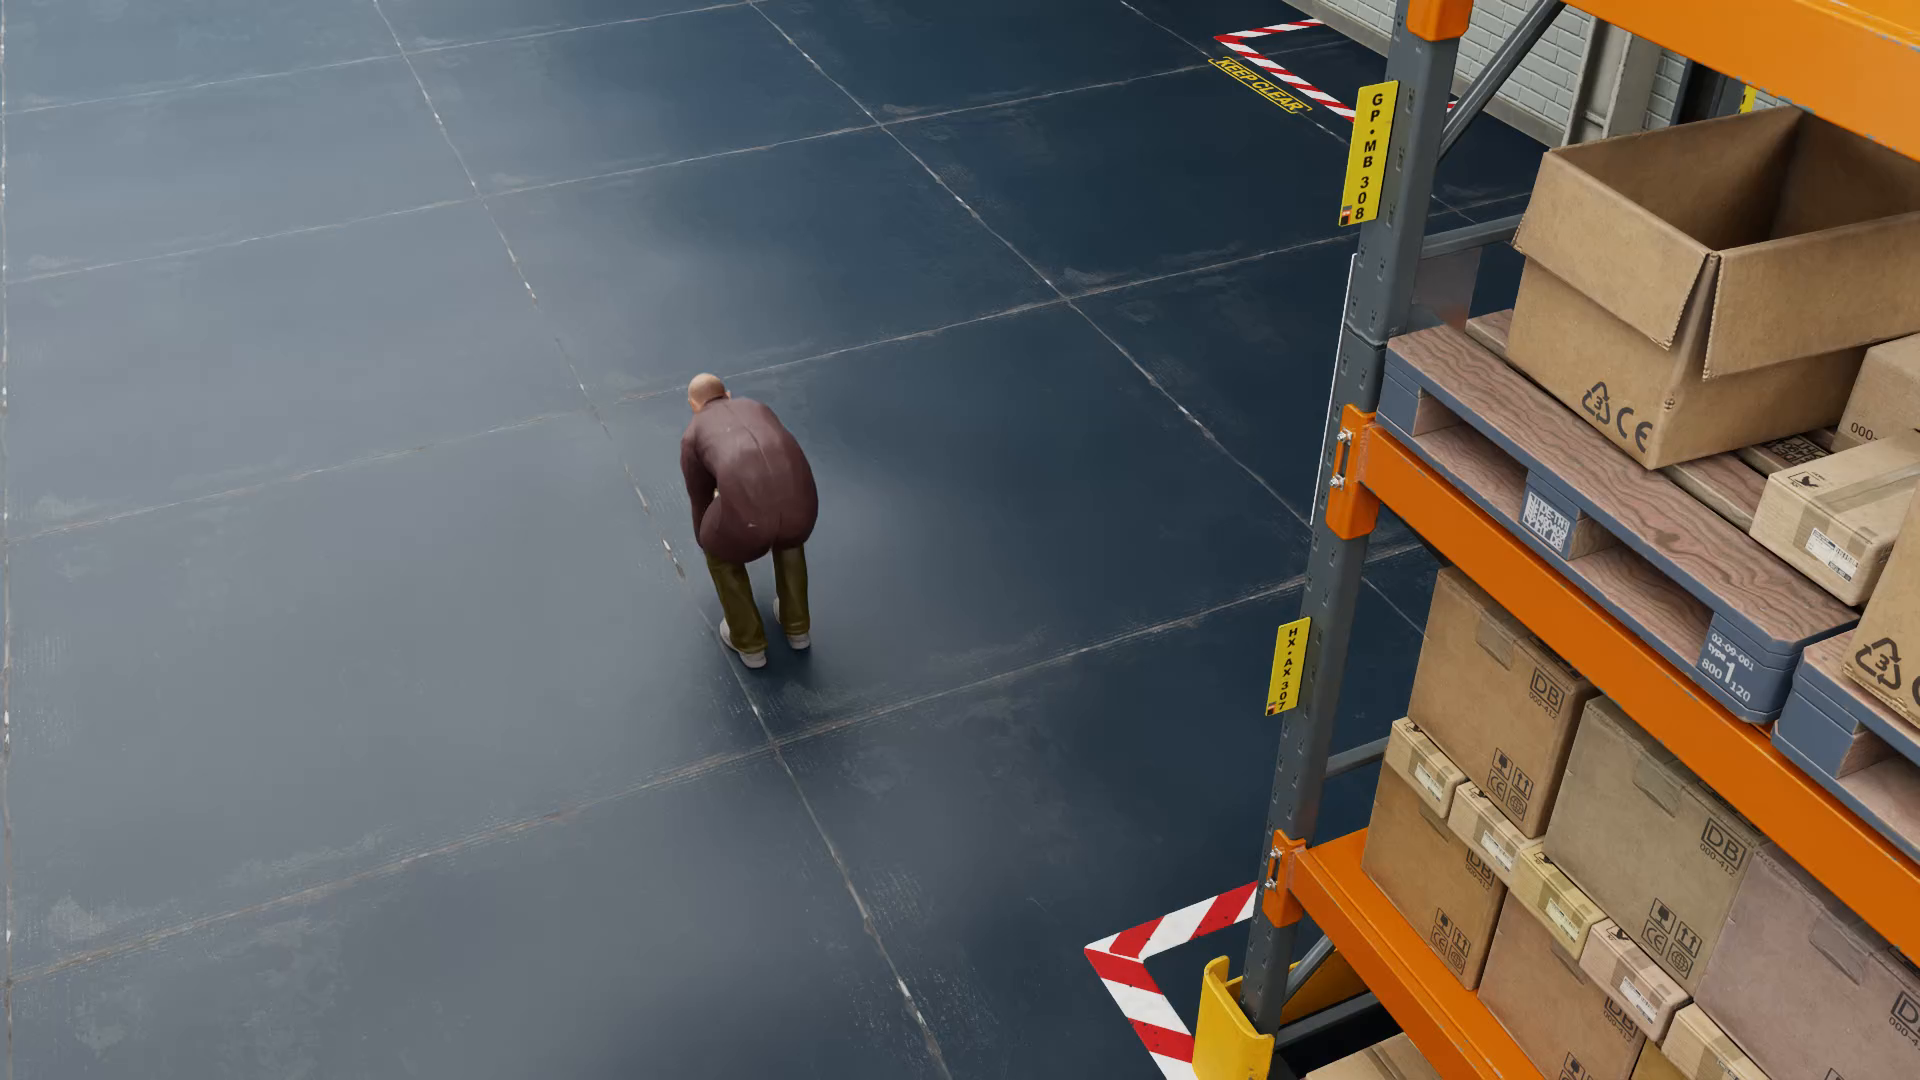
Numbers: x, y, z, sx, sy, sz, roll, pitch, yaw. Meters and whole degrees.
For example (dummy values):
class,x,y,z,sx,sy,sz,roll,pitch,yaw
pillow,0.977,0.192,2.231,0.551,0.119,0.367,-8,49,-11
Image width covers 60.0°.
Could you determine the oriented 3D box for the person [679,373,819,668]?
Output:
class,x,y,z,sx,sy,sz,roll,pitch,yaw
person,-0.973,-0.101,7.537,0.564,1.140,0.948,-17,40,-21
